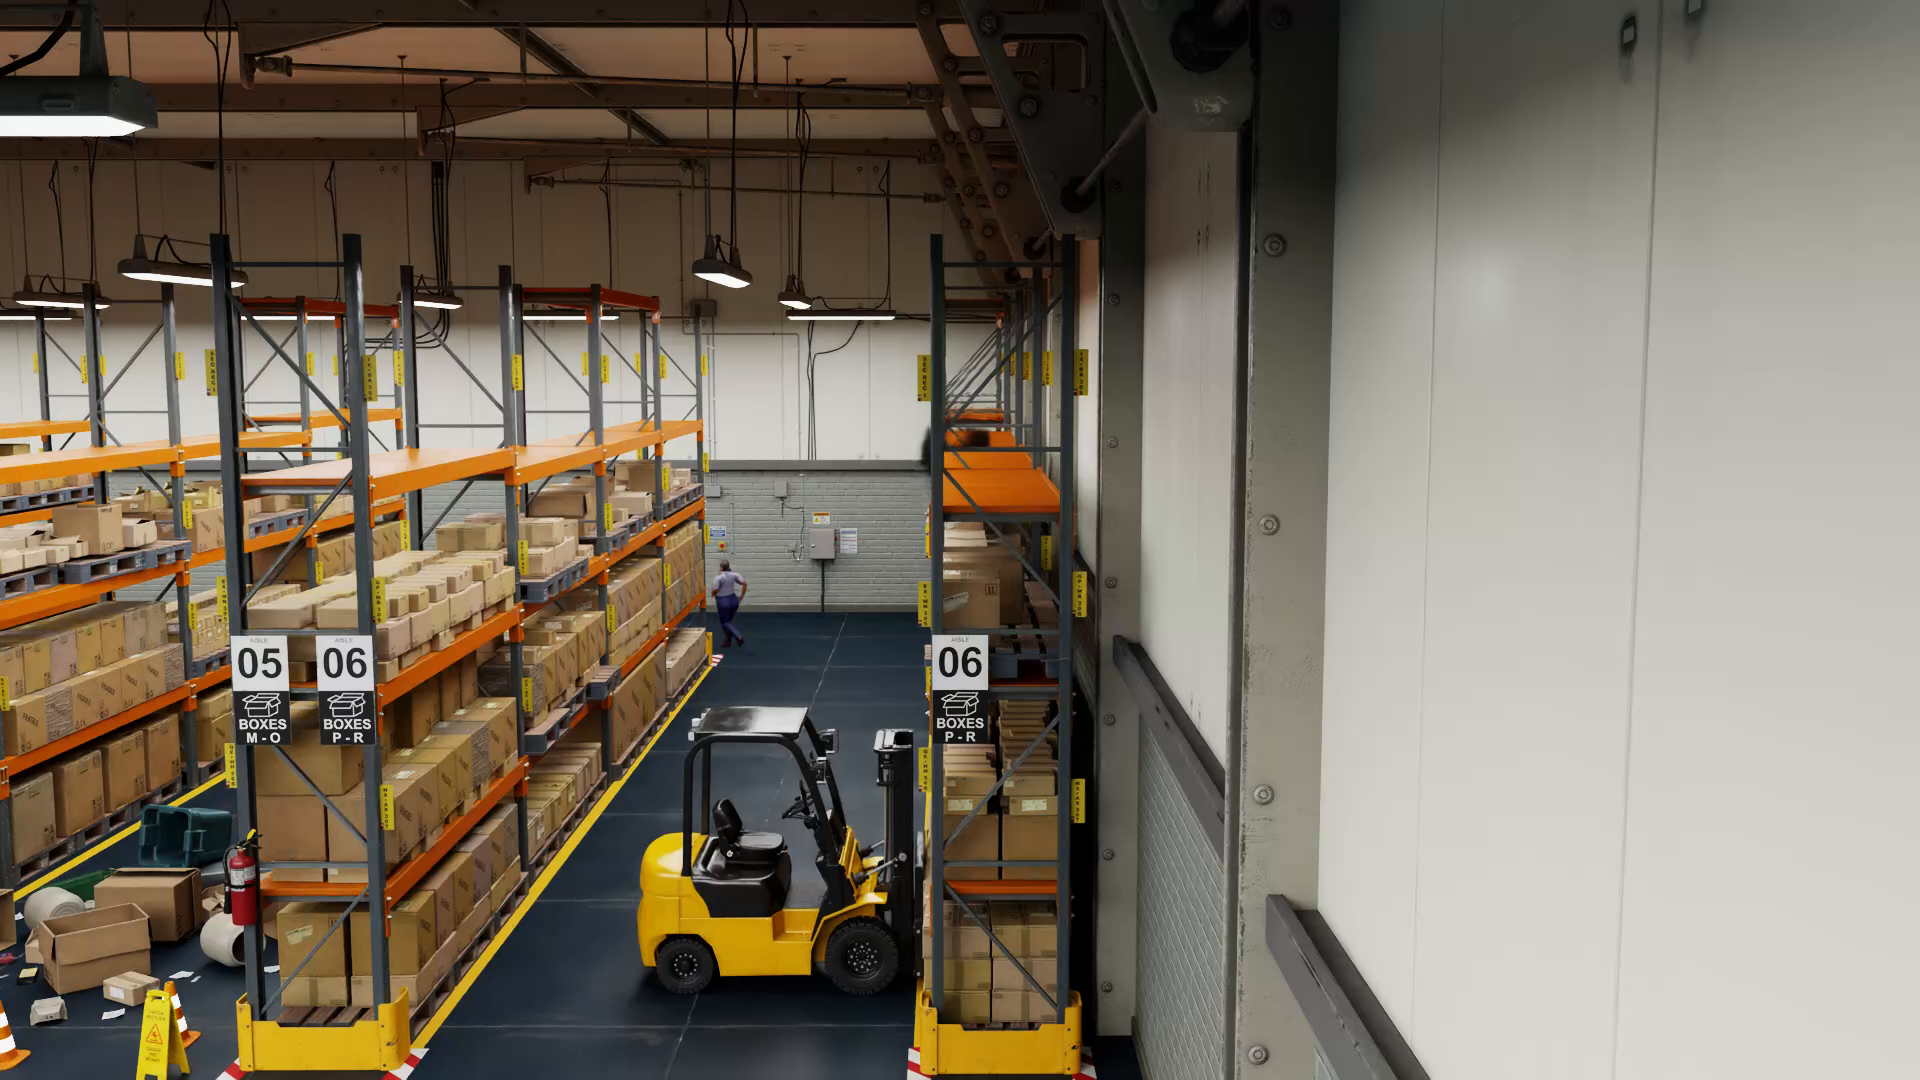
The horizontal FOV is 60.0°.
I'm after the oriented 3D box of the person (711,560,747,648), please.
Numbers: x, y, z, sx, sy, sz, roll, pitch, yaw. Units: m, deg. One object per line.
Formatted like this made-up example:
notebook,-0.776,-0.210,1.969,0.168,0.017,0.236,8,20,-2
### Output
person,-4.120,1.150,29.226,0.640,1.624,0.770,-6,8,-42
